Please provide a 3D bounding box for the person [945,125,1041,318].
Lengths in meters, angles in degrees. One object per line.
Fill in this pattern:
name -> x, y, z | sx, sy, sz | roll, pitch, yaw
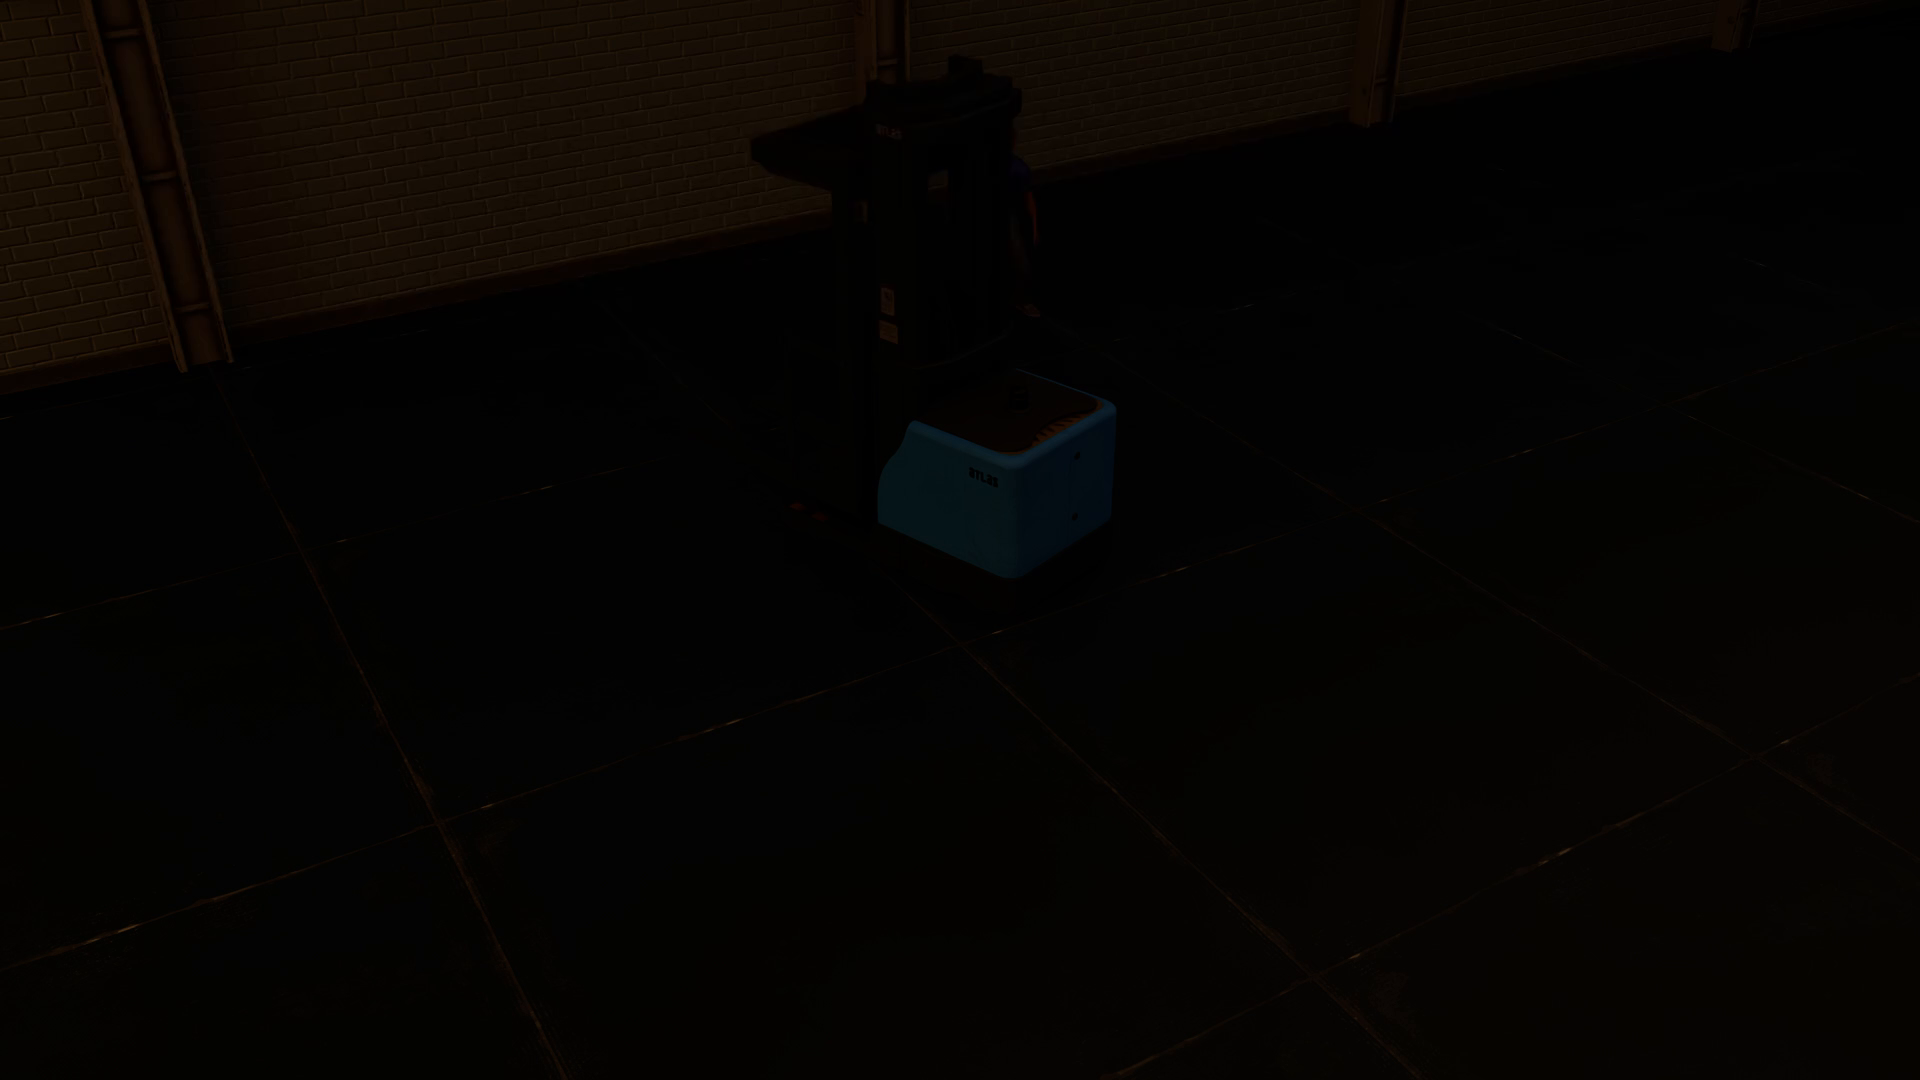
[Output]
person -> 0.274, -2.567, 13.261 | 0.814, 1.582, 0.461 | 7, 32, 11

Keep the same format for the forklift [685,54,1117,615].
forklift -> -0.511, -1.446, 10.062 | 3.031, 2.935, 1.130 | 24, 38, 34
